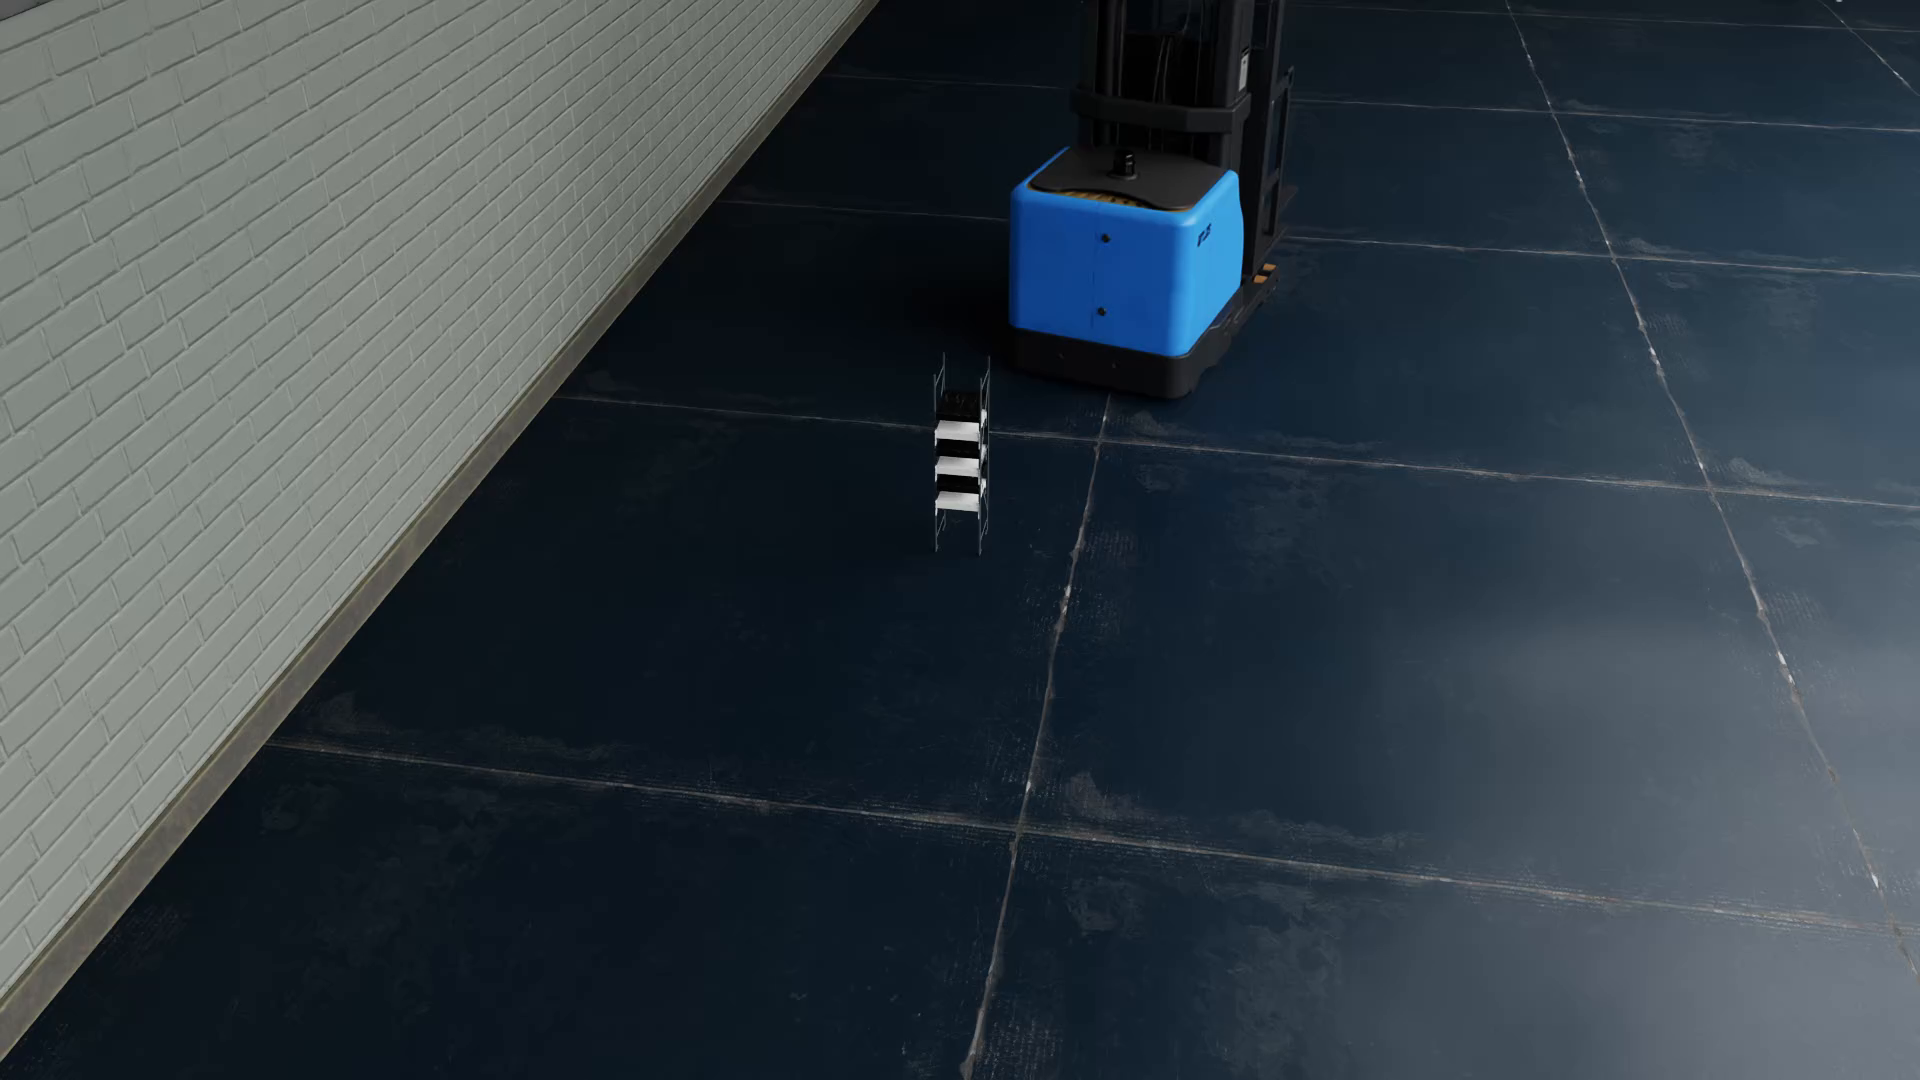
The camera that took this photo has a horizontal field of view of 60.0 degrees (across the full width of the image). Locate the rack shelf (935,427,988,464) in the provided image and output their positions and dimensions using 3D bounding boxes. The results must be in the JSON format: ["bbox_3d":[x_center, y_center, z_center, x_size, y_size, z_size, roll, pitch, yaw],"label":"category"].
[{"bbox_3d":[0.008,-0.429,7.480,0.200,0.077,0.258,5,32,8],"label":"rack shelf"}]

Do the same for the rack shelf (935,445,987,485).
[{"bbox_3d":[0.008,-0.352,7.528,0.200,0.077,0.258,5,32,8],"label":"rack shelf"}]

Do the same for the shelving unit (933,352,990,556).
[{"bbox_3d":[0.008,-0.381,7.510,0.210,0.900,0.258,5,32,8],"label":"shelving unit"}]

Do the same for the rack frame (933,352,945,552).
[{"bbox_3d":[-0.092,-0.390,7.525,0.006,0.900,0.240,5,32,8],"label":"rack frame"}]

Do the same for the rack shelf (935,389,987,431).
[{"bbox_3d":[0.008,-0.581,7.384,0.200,0.077,0.258,5,32,8],"label":"rack shelf"}]

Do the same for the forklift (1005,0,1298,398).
[{"bbox_3d":[1.319,-2.758,9.394,1.130,2.935,3.031,14,35,21],"label":"forklift"}]

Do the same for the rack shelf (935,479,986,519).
[{"bbox_3d":[0.008,-0.200,7.623,0.200,0.077,0.258,5,32,8],"label":"rack shelf"}]

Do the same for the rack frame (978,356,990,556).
[{"bbox_3d":[0.108,-0.372,7.496,0.006,0.900,0.240,5,32,8],"label":"rack frame"}]

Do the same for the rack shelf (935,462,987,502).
[{"bbox_3d":[0.008,-0.276,7.576,0.200,0.077,0.258,5,32,8],"label":"rack shelf"}]

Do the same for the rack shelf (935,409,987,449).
[{"bbox_3d":[0.008,-0.505,7.432,0.200,0.077,0.258,5,32,8],"label":"rack shelf"}]
